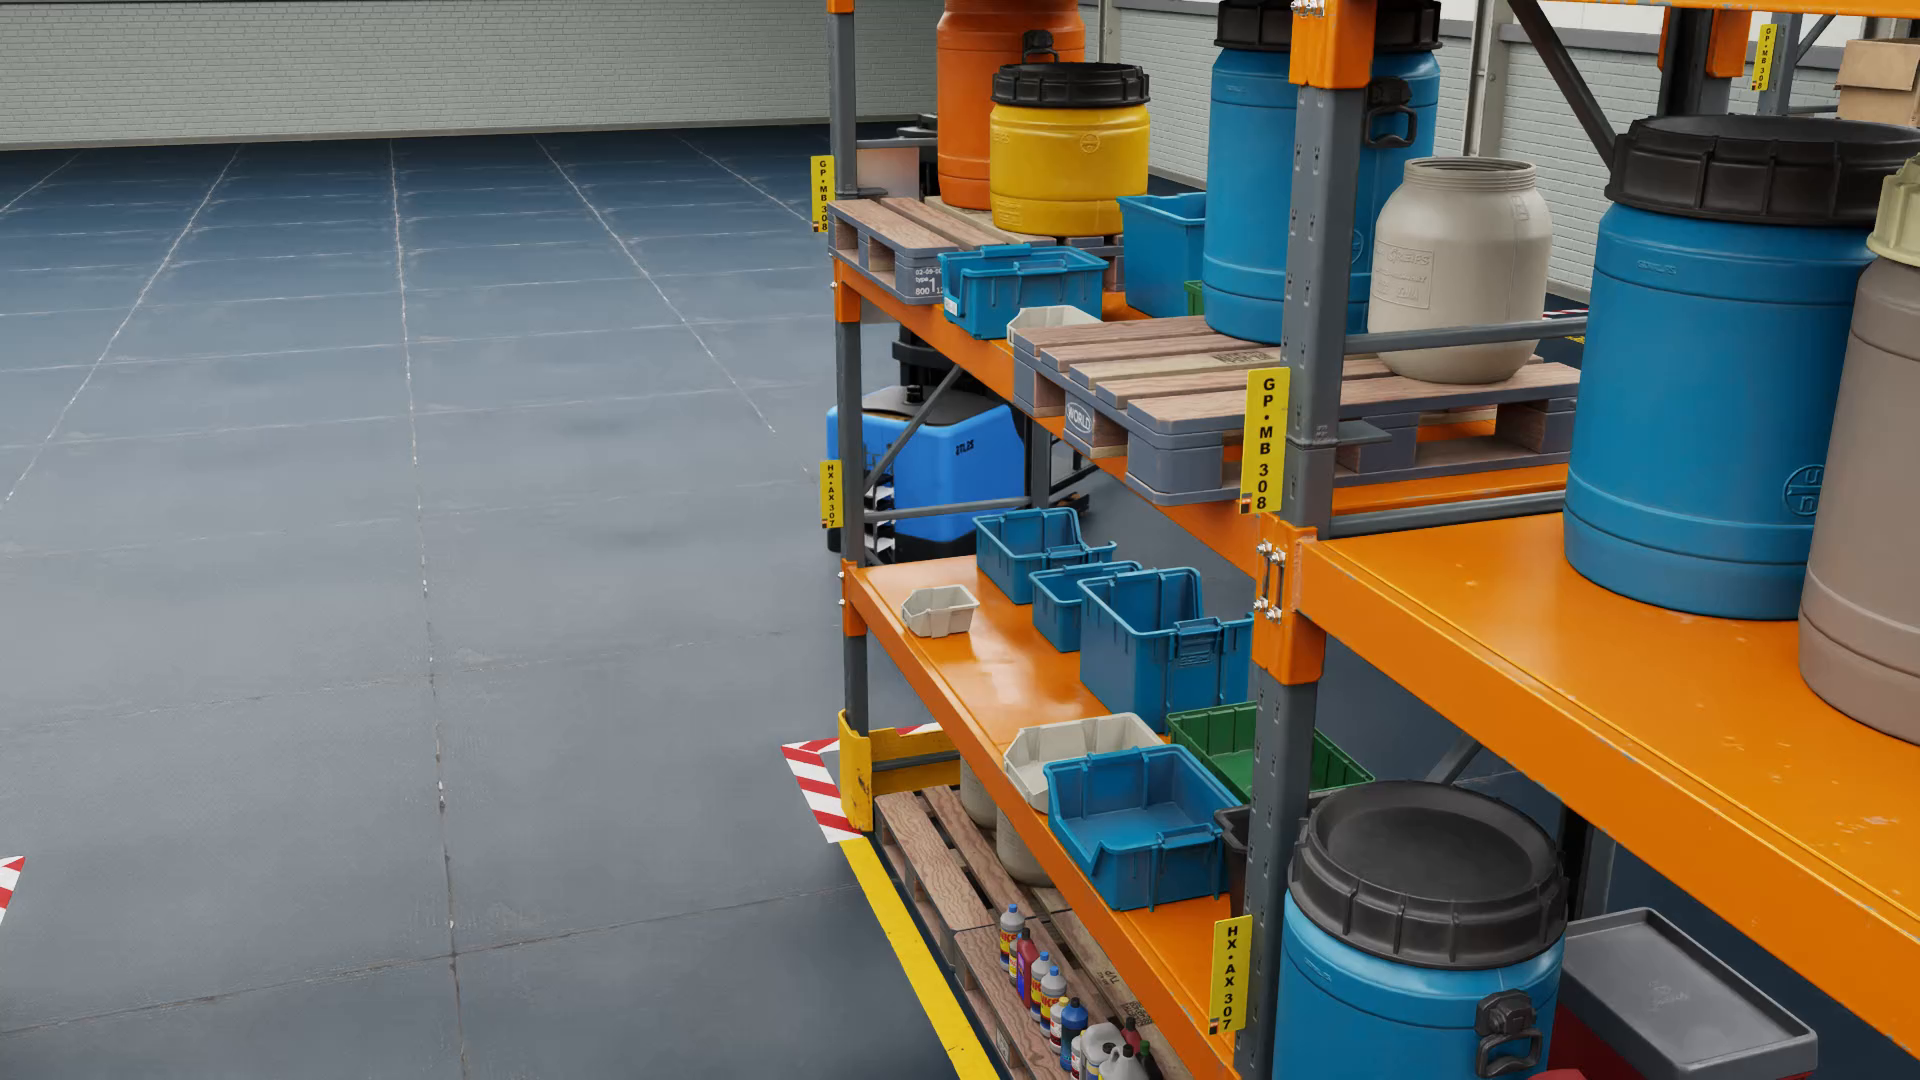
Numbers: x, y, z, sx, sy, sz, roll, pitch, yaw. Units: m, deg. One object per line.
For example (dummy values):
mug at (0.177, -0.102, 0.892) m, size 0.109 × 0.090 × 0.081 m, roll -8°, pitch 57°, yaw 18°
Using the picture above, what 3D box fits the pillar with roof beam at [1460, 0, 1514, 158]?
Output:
pillar with roof beam at (2.520, -7.274, 18.855) m, size 9.100 × 9.000 × 0.400 m, roll -6°, pitch 21°, yaw -17°

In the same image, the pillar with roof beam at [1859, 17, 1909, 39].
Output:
pillar with roof beam at (4.406, -5.348, 13.495) m, size 9.100 × 9.000 × 0.400 m, roll -6°, pitch 21°, yaw -17°

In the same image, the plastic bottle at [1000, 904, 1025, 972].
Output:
plastic bottle at (0.207, 1.555, 6.535) m, size 0.097 × 0.271 × 0.097 m, roll 0°, pitch 20°, yaw 0°

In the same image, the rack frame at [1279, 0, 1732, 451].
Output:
rack frame at (1.190, -1.677, 3.273) m, size 1.000 × 3.000 × 0.127 m, roll -6°, pitch 21°, yaw -17°

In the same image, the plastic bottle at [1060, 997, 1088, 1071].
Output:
plastic bottle at (0.410, 1.762, 5.959) m, size 0.097 × 0.271 × 0.097 m, roll 0°, pitch 20°, yaw 0°

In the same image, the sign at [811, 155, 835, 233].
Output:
sign at (-0.591, -1.496, 7.193) m, size 0.100 × 0.325 × 0.005 m, roll -6°, pitch 21°, yaw -17°

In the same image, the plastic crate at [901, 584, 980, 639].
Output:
plastic crate at (-0.091, 0.308, 7.011) m, size 0.298 × 0.136 × 0.250 m, roll -6°, pitch 21°, yaw -17°

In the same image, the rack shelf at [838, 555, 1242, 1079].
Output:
rack shelf at (0.561, 0.843, 6.195) m, size 1.077 × 0.370 × 4.000 m, roll -6°, pitch 21°, yaw -17°

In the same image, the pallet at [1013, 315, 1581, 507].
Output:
pallet at (0.870, -0.397, 4.428) m, size 1.213 × 0.211 × 1.003 m, roll -6°, pitch 21°, yaw -17°

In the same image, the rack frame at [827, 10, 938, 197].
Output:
rack frame at (-0.067, -2.960, 6.847) m, size 1.000 × 3.000 × 0.127 m, roll -6°, pitch 21°, yaw -17°

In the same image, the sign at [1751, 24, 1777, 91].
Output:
sign at (4.107, -2.465, 8.496) m, size 0.100 × 0.325 × 0.005 m, roll -6°, pitch 21°, yaw -17°

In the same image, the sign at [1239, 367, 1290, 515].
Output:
sign at (0.664, -0.214, 3.625) m, size 0.100 × 0.325 × 0.005 m, roll -6°, pitch 21°, yaw -17°

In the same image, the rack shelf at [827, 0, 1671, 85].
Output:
rack shelf at (0.561, -1.792, 5.249) m, size 1.077 × 0.370 × 4.000 m, roll -6°, pitch 21°, yaw -17°

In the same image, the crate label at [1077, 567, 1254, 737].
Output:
crate label at (0.768, 0.408, 6.290) m, size 0.502 × 0.435 × 0.616 m, roll -6°, pitch 21°, yaw -17°

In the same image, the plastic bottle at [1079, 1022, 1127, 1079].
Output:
plastic bottle at (0.505, 1.828, 5.769) m, size 0.152 × 0.276 × 0.135 m, roll -6°, pitch 21°, yaw -16°

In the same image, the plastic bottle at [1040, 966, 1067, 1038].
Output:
plastic bottle at (0.346, 1.697, 6.140) m, size 0.097 × 0.271 × 0.097 m, roll 0°, pitch 20°, yaw 0°

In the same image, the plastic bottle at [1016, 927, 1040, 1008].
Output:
plastic bottle at (0.261, 1.624, 6.326) m, size 0.061 × 0.283 × 0.133 m, roll -6°, pitch 21°, yaw -16°

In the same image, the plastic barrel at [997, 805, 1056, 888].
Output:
plastic barrel at (0.370, 1.200, 7.197) m, size 0.421 × 0.512 × 0.421 m, roll 0°, pitch 20°, yaw 0°

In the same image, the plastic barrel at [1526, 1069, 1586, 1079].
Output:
plastic barrel at (1.282, 1.413, 3.344) m, size 0.433 × 0.535 × 0.433 m, roll 0°, pitch 20°, yaw 0°

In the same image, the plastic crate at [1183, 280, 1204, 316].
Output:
plastic crate at (0.952, -0.701, 5.306) m, size 0.336 × 0.188 × 0.450 m, roll -6°, pitch 21°, yaw -17°

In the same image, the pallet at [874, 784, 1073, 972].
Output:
pallet at (0.251, 1.456, 7.551) m, size 1.003 × 0.211 × 1.213 m, roll -6°, pitch 21°, yaw -17°

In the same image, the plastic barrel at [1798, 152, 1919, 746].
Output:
plastic barrel at (1.761, -0.151, 2.721) m, size 0.600 × 0.901 × 0.600 m, roll 0°, pitch 20°, yaw 0°

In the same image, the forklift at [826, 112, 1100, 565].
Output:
forklift at (0.307, -1.579, 11.978) m, size 1.130 × 2.935 × 3.031 m, roll 12°, pitch 23°, yaw 31°

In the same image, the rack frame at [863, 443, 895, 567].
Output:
rack frame at (-0.540, -0.196, 11.131) m, size 0.240 × 0.900 × 0.006 m, roll 12°, pitch 23°, yaw 31°

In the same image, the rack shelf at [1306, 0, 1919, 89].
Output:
rack shelf at (1.819, -0.508, 1.675) m, size 1.077 × 0.370 × 4.000 m, roll -6°, pitch 21°, yaw -17°

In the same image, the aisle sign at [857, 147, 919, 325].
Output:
aisle sign at (-0.368, -1.352, 7.399) m, size 0.394 × 0.787 × 0.004 m, roll -6°, pitch 21°, yaw -17°

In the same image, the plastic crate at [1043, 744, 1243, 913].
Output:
plastic crate at (0.584, 0.890, 5.221) m, size 0.499 × 0.251 × 0.616 m, roll -6°, pitch 21°, yaw -17°

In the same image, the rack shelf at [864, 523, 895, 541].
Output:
rack shelf at (-0.595, -0.051, 11.093) m, size 0.258 × 0.077 × 0.200 m, roll 12°, pitch 23°, yaw 31°

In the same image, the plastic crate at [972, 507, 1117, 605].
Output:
plastic crate at (0.374, 0.062, 7.527) m, size 0.499 × 0.251 × 0.616 m, roll -6°, pitch 21°, yaw -17°

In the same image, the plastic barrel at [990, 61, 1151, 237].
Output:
plastic barrel at (0.412, -1.483, 6.270) m, size 0.600 × 0.588 × 0.600 m, roll 0°, pitch 20°, yaw 0°

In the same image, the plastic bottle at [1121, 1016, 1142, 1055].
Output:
plastic bottle at (0.606, 1.813, 5.800) m, size 0.061 × 0.283 × 0.133 m, roll -6°, pitch 21°, yaw -17°

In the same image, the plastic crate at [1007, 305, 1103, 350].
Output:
plastic crate at (0.302, -0.613, 5.139) m, size 0.243 × 0.136 × 0.396 m, roll -6°, pitch 21°, yaw -17°

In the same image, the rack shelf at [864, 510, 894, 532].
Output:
rack shelf at (-0.595, -0.136, 11.062) m, size 0.258 × 0.077 × 0.200 m, roll 12°, pitch 23°, yaw 31°

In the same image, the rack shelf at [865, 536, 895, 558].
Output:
rack shelf at (-0.595, 0.034, 11.123) m, size 0.258 × 0.077 × 0.200 m, roll 12°, pitch 23°, yaw 31°

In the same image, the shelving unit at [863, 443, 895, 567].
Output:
shelving unit at (-0.595, -0.167, 11.051) m, size 0.258 × 0.900 × 0.210 m, roll 12°, pitch 23°, yaw 31°

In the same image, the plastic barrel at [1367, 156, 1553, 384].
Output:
plastic barrel at (1.241, -0.674, 4.133) m, size 0.421 × 0.512 × 0.421 m, roll 0°, pitch 20°, yaw 0°

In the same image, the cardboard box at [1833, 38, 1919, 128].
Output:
cardboard box at (4.813, -2.201, 8.189) m, size 0.797 × 0.503 × 0.637 m, roll -5°, pitch 20°, yaw -13°
